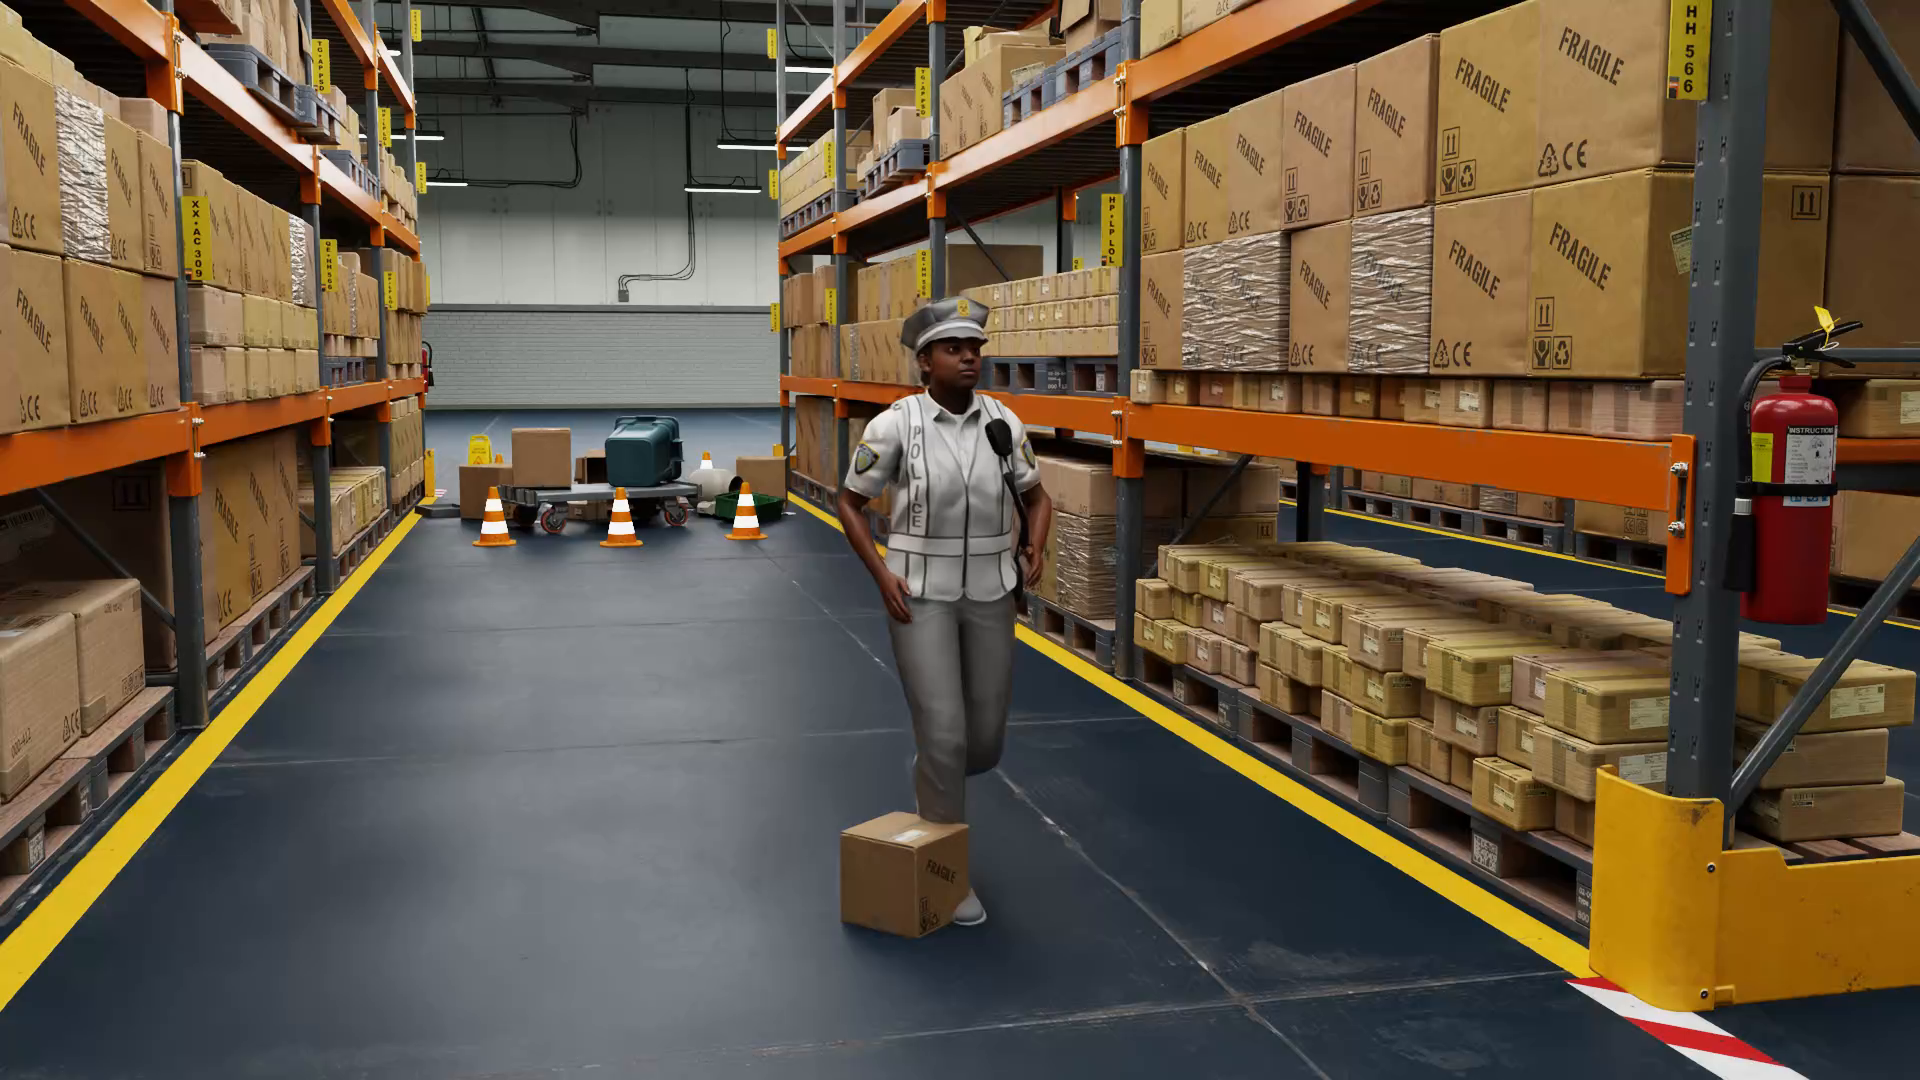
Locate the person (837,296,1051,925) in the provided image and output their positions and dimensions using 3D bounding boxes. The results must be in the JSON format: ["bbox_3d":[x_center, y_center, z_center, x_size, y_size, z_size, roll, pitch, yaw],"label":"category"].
[{"bbox_3d":[-0.031,0.168,4.671,0.606,1.686,0.677,-2,7,-19],"label":"person"}]
